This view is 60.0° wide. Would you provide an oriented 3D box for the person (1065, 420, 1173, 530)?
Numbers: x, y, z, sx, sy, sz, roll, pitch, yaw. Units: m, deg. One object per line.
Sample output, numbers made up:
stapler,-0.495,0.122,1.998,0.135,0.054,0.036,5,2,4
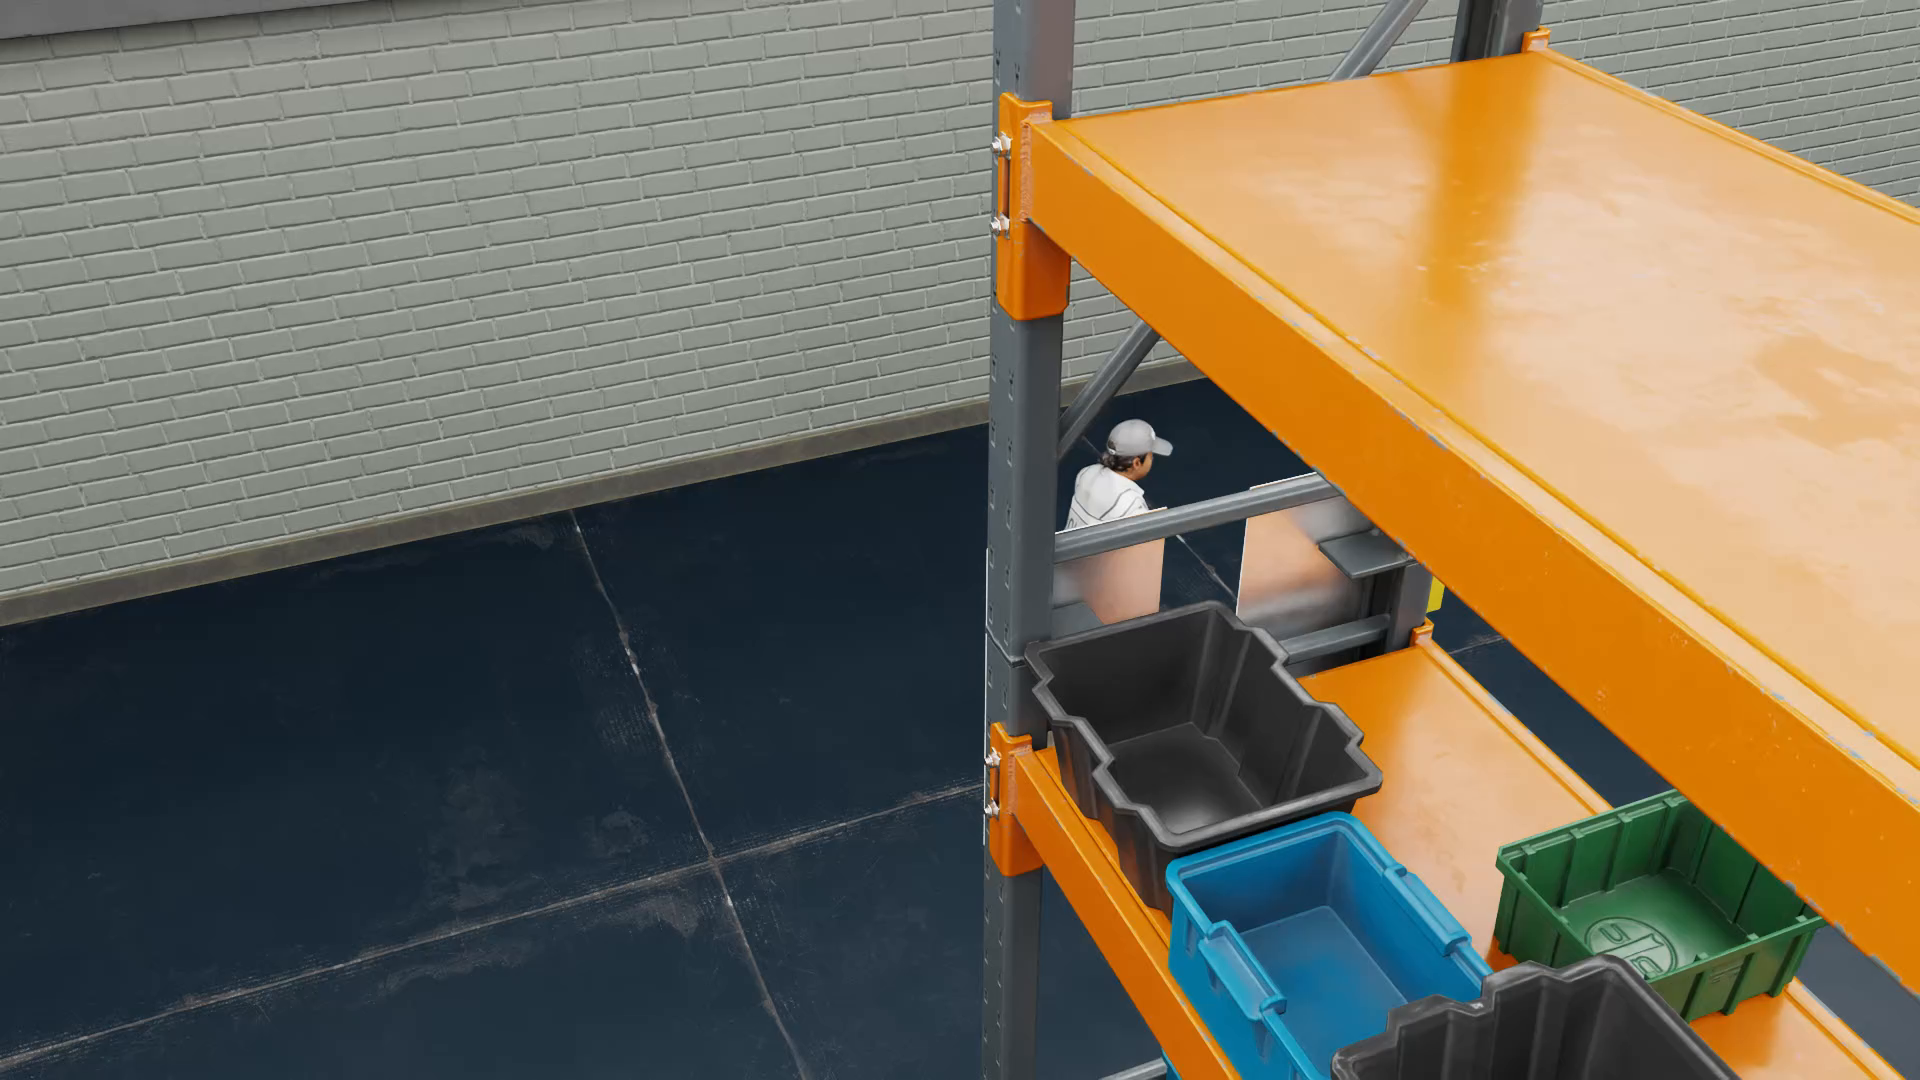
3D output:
person,0.659,0.244,7.151,0.468,1.666,0.541,-13,36,-19
